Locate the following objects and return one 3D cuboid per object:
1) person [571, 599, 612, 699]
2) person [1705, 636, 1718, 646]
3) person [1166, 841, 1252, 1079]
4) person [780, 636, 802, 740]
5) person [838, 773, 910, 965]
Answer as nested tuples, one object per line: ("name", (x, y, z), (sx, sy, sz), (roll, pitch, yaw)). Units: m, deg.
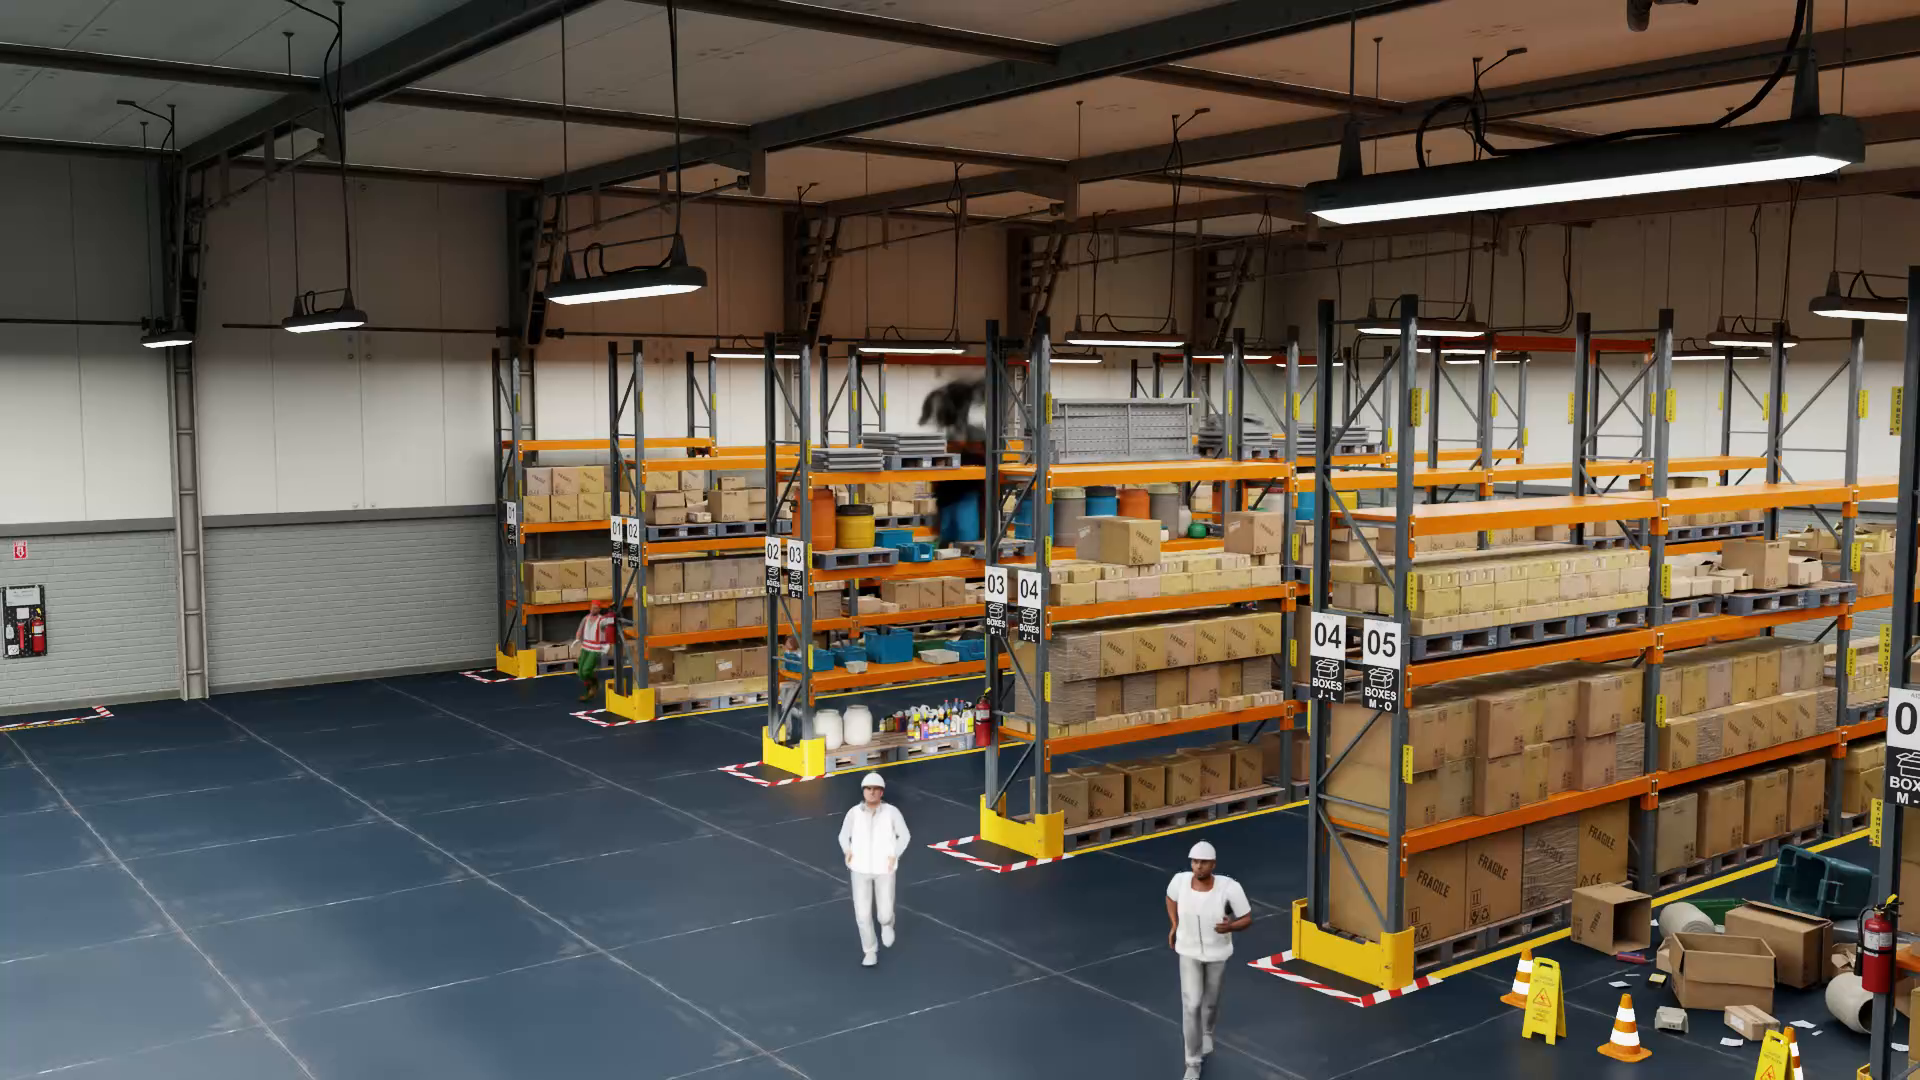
("person", (-6.182, 1.853, 27.896), (0.724, 1.726, 0.527), (3, 6, 27))
("person", (10.965, 2.219, 24.299), (0.681, 1.662, 0.548), (-4, 7, -39))
("person", (1.883, 3.176, 12.663), (0.670, 1.816, 0.852), (1, 5, 11))
("person", (-2.478, 2.207, 24.842), (0.675, 1.566, 0.544), (-5, 7, -43))
("person", (-0.791, 2.977, 15.137), (0.657, 1.722, 0.609), (0, 5, 4))
